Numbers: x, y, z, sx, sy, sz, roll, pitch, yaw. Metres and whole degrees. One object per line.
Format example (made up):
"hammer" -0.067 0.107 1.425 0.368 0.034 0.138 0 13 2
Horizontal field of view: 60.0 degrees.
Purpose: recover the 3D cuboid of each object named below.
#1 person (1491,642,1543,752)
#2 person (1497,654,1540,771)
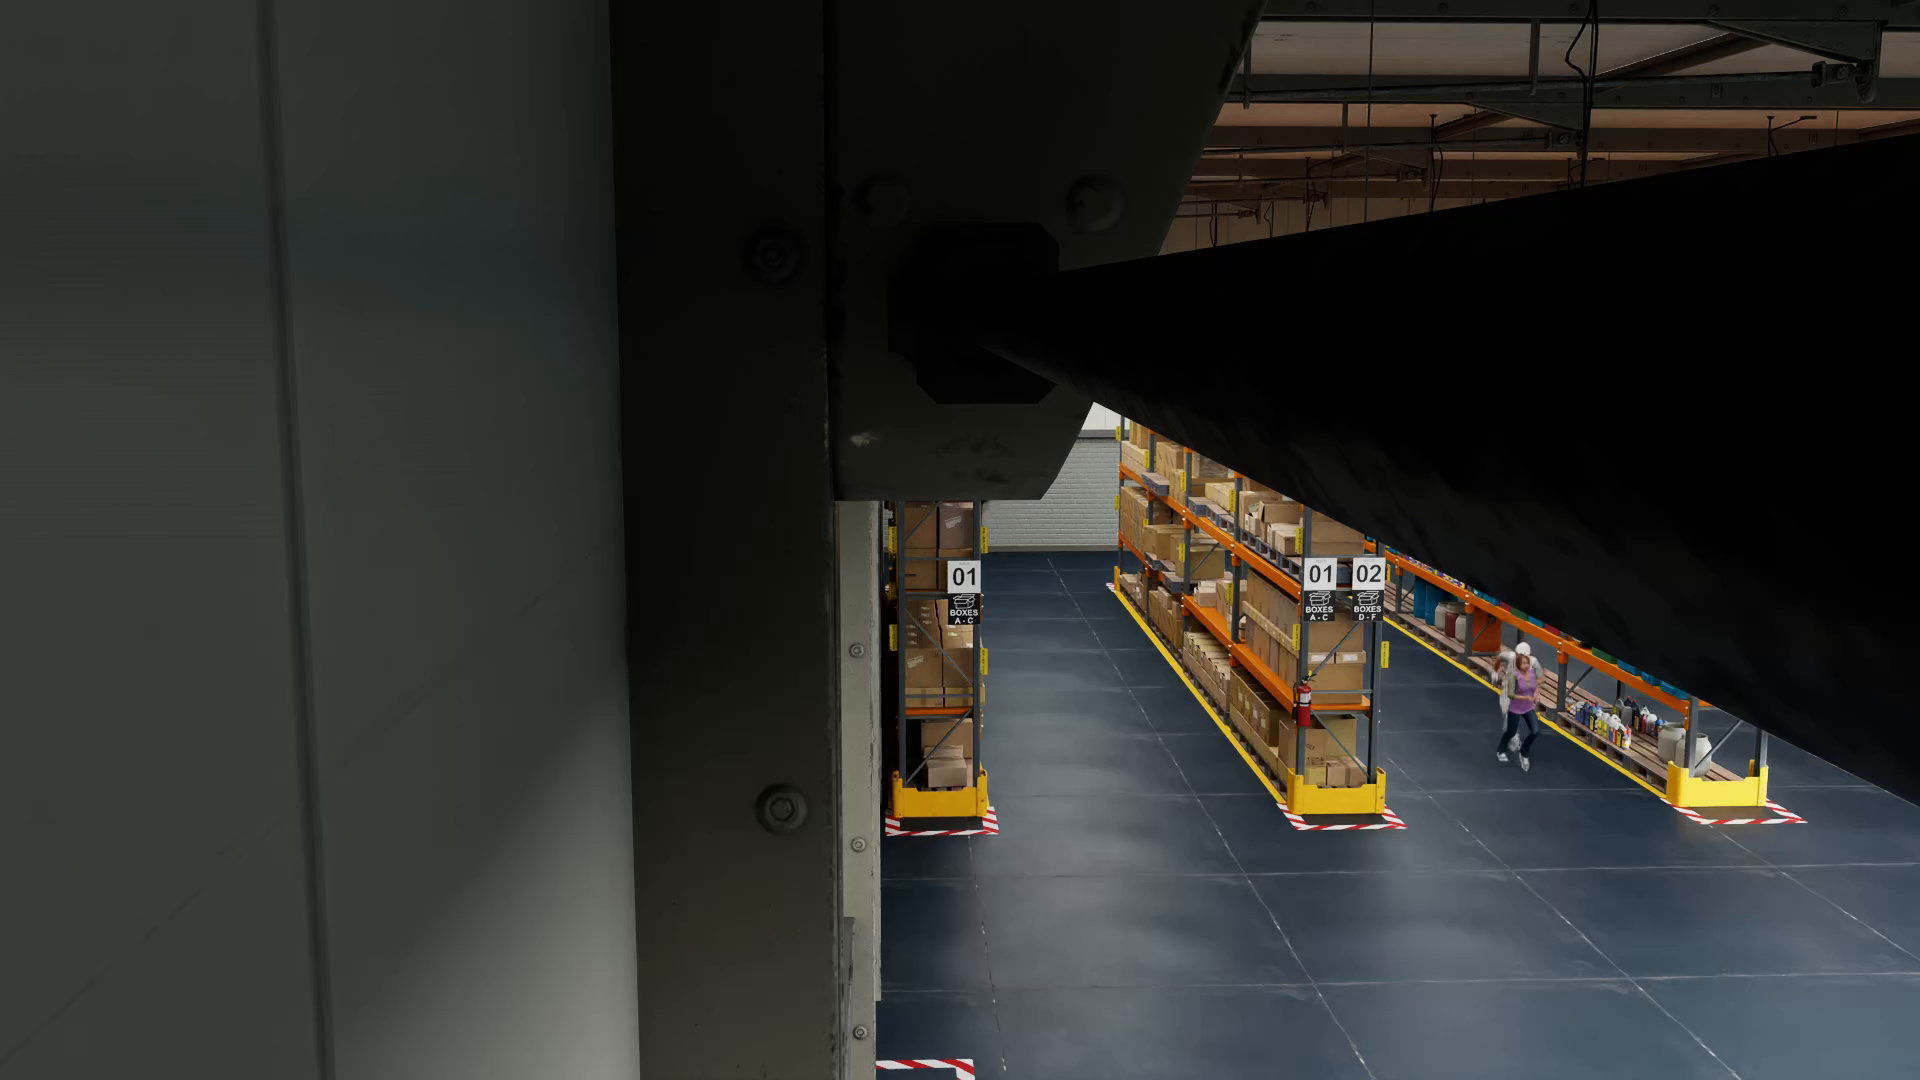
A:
"person" 7.913 2.148 23.662 0.682 1.576 1.133 2 9 16
"person" 7.597 2.316 22.469 0.545 1.589 0.813 -1 8 -8
